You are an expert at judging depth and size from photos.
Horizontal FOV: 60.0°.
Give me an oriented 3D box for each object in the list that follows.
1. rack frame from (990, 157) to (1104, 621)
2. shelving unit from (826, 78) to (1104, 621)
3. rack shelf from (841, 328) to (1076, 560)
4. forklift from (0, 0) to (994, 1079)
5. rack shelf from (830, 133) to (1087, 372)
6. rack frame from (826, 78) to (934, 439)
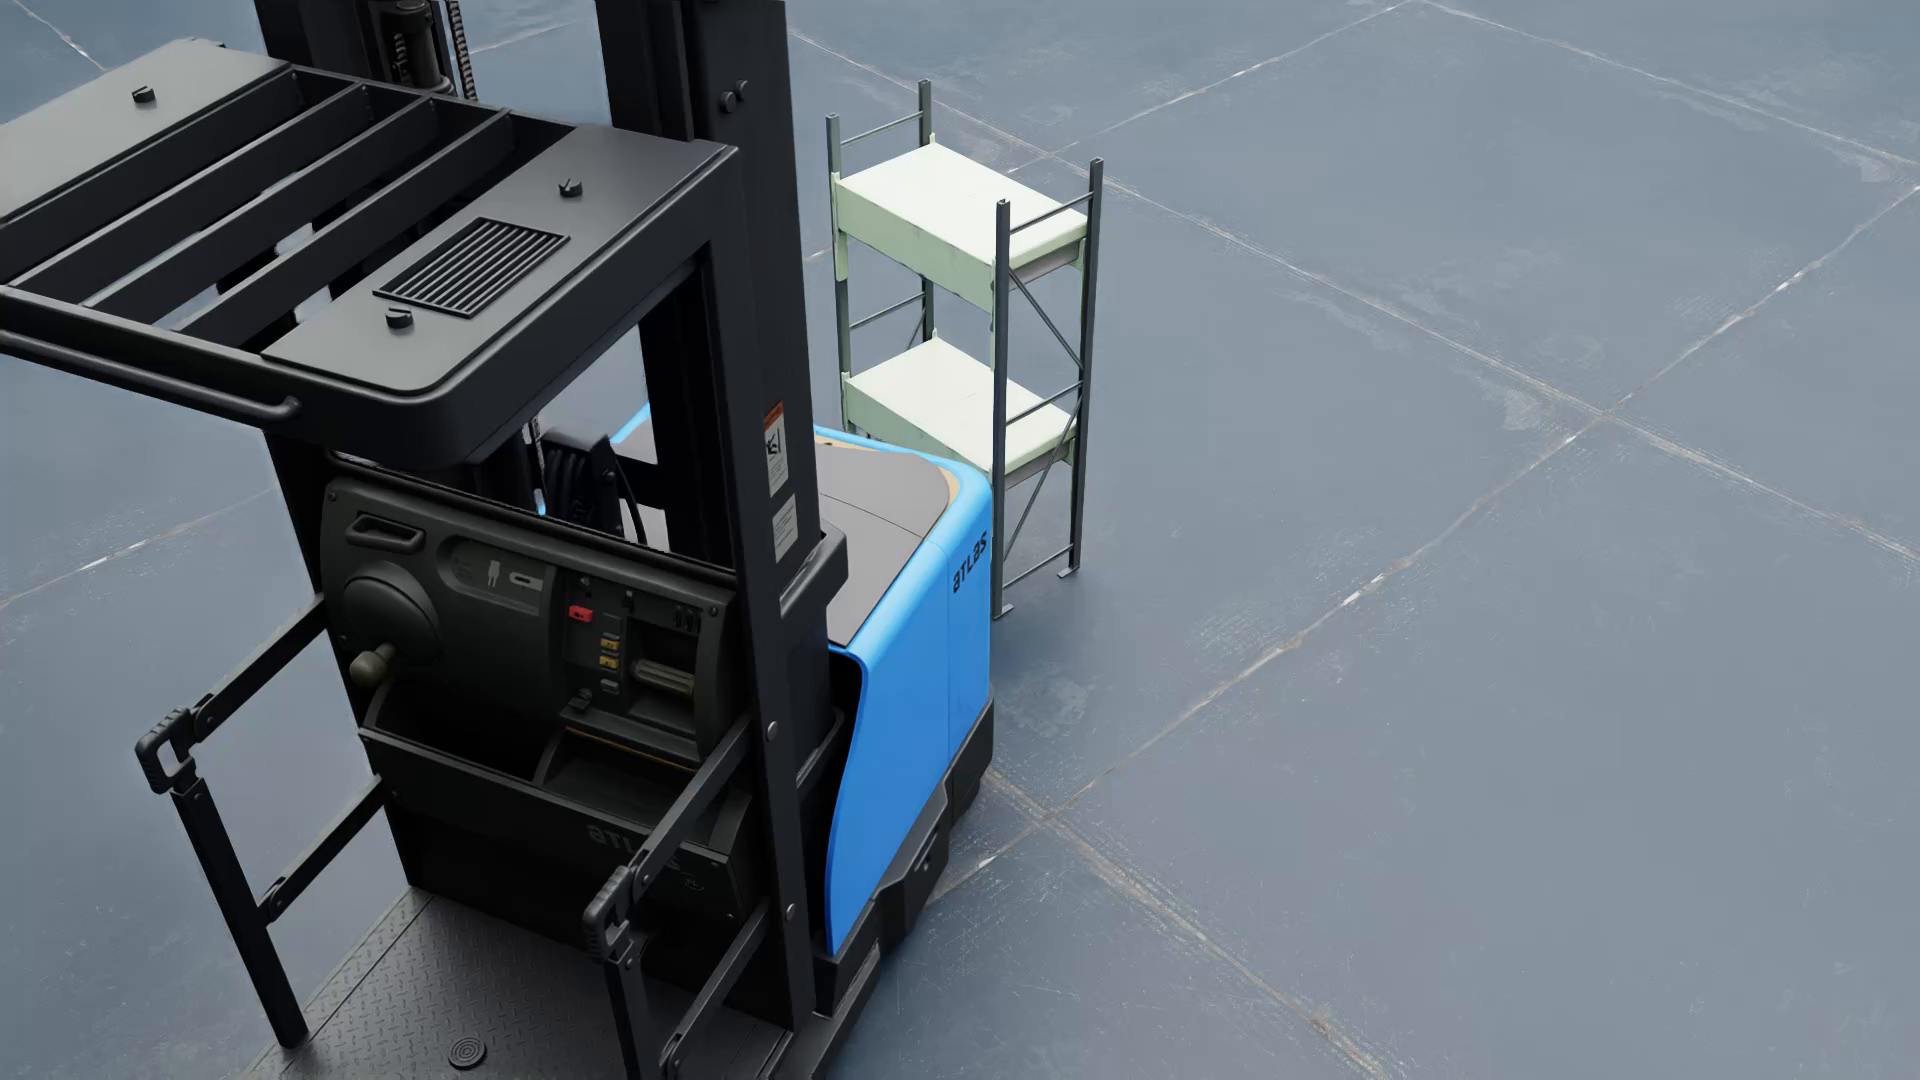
[{"bbox_3d":[0.252,-0.411,5.065,0.400,1.500,0.023,-30,48,-32],"label":"rack frame"},{"bbox_3d":[0.005,-0.580,5.275,0.431,1.500,0.755,-30,48,-32],"label":"shelving unit"},{"bbox_3d":[0.005,-0.327,5.480,0.431,0.370,0.720,-30,48,-32],"label":"rack shelf"},{"bbox_3d":[-0.954,0.242,3.118,1.130,2.935,3.031,15,41,18],"label":"forklift"},{"bbox_3d":[0.005,-0.884,5.030,0.431,0.370,0.720,-30,48,-32],"label":"rack shelf"},{"bbox_3d":[-0.243,-0.750,5.485,0.400,1.500,0.023,-30,48,-32],"label":"rack frame"}]
